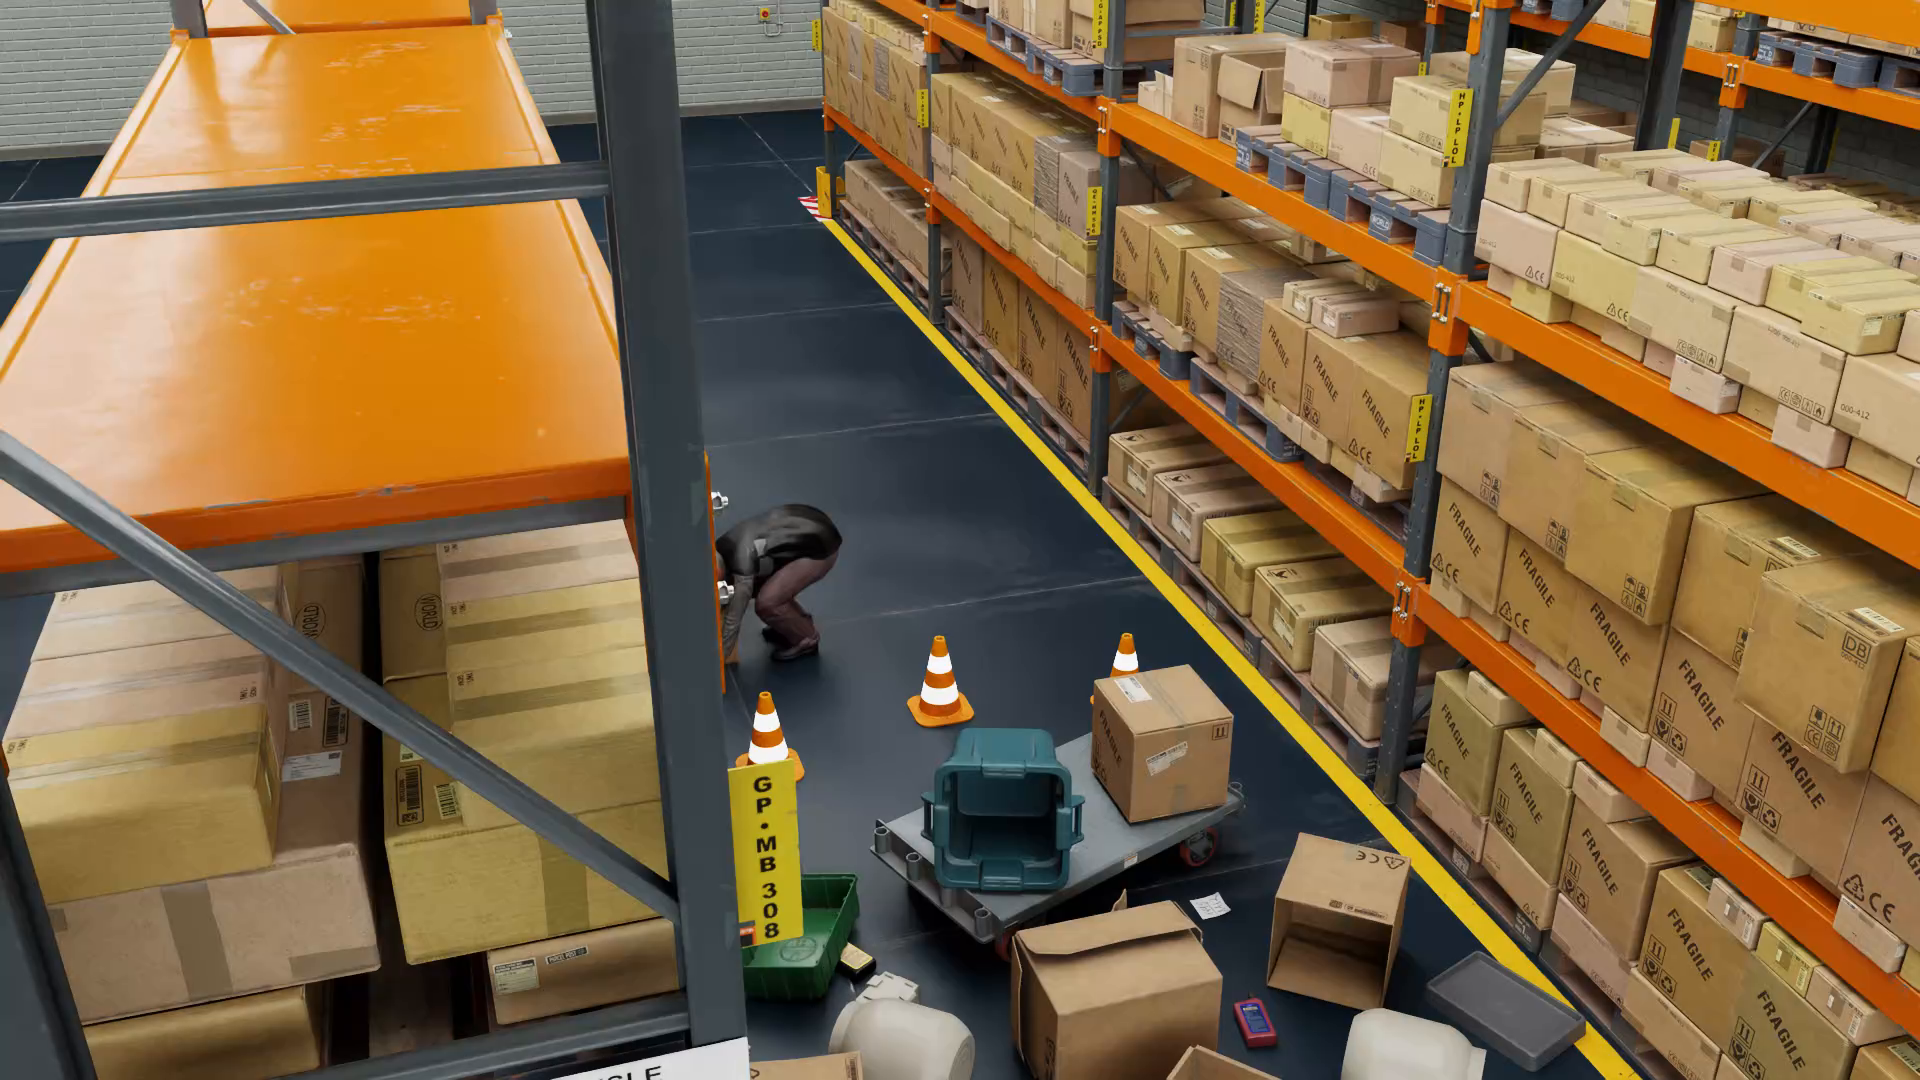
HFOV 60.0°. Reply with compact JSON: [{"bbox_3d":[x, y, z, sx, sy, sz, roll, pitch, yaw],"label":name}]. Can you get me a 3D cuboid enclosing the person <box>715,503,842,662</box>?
[{"bbox_3d":[-1.168,0.260,9.814,0.950,0.906,0.520,-9,28,-18],"label":"person"}]
